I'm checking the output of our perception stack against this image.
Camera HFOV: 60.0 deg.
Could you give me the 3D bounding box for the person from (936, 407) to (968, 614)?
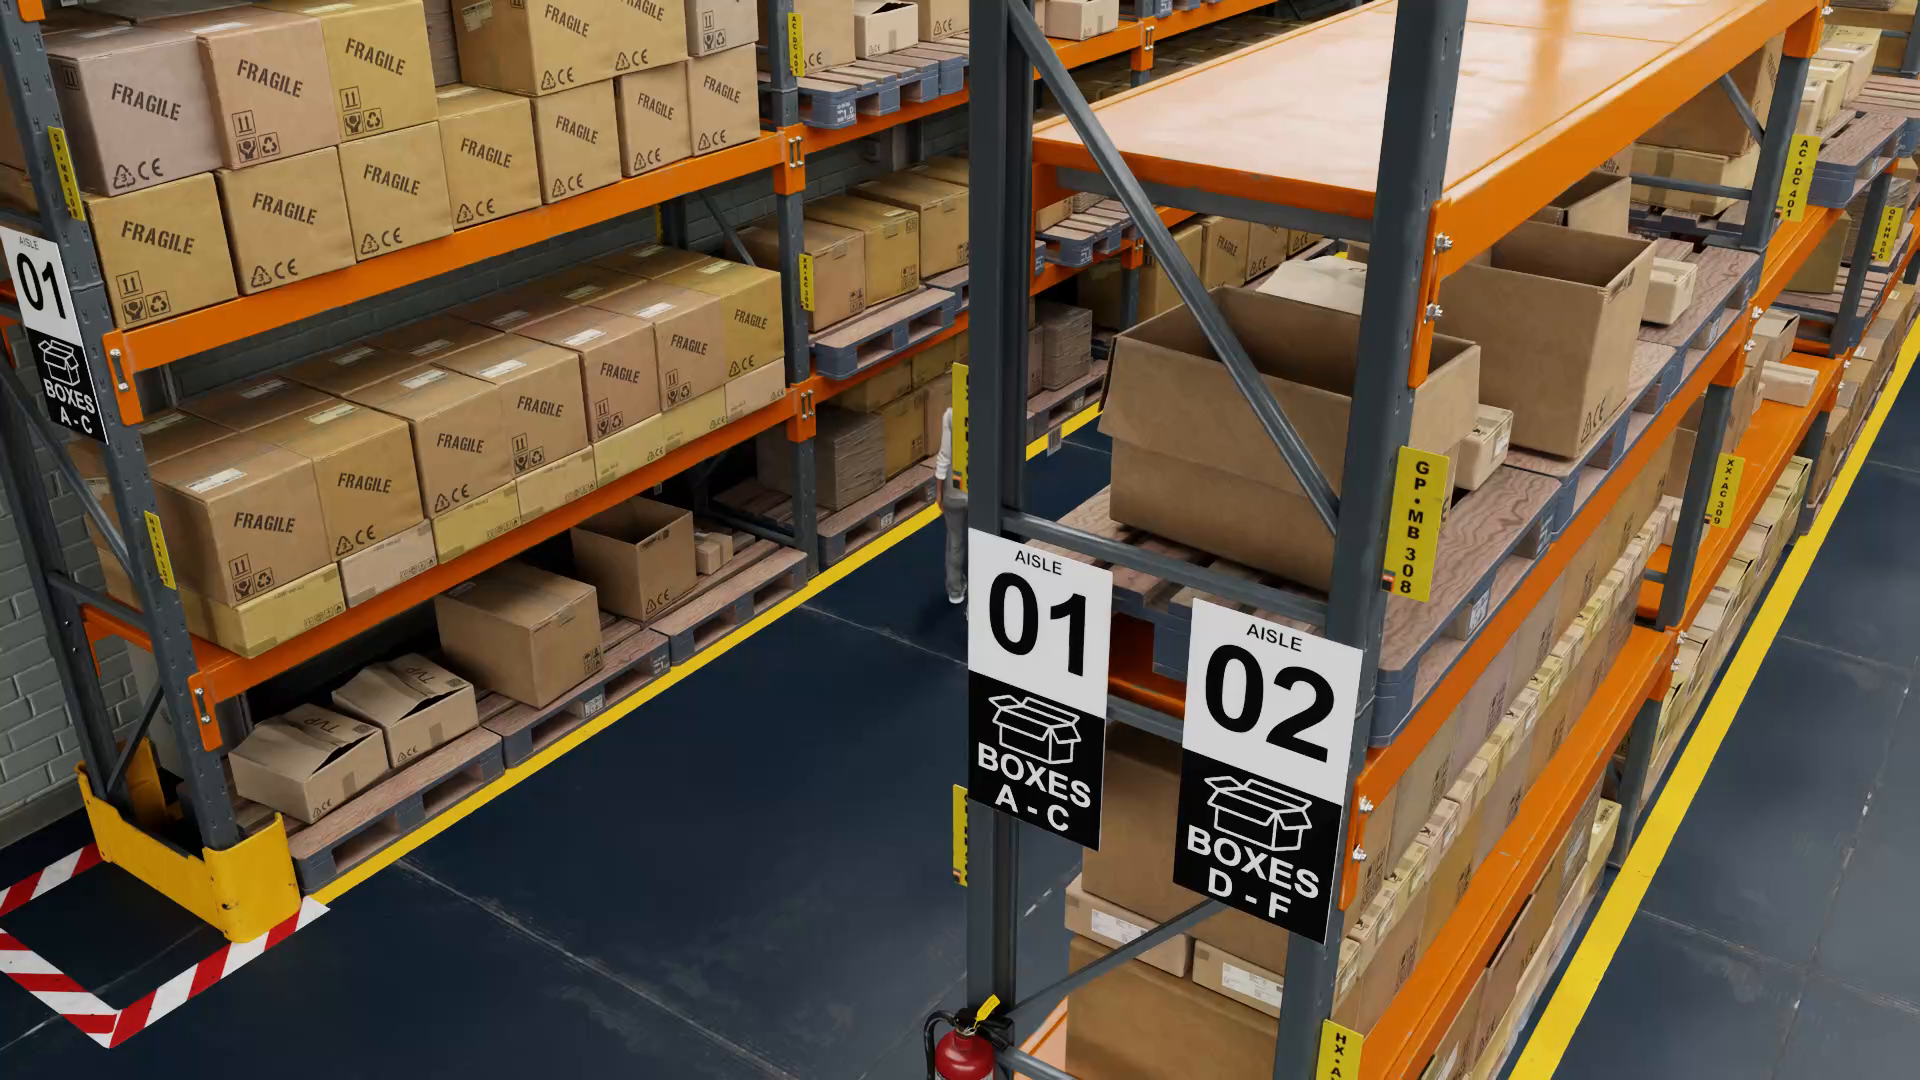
[{"bbox_3d":[0.076,-0.296,9.684,0.426,1.591,0.599,1,27,2],"label":"person"}]
